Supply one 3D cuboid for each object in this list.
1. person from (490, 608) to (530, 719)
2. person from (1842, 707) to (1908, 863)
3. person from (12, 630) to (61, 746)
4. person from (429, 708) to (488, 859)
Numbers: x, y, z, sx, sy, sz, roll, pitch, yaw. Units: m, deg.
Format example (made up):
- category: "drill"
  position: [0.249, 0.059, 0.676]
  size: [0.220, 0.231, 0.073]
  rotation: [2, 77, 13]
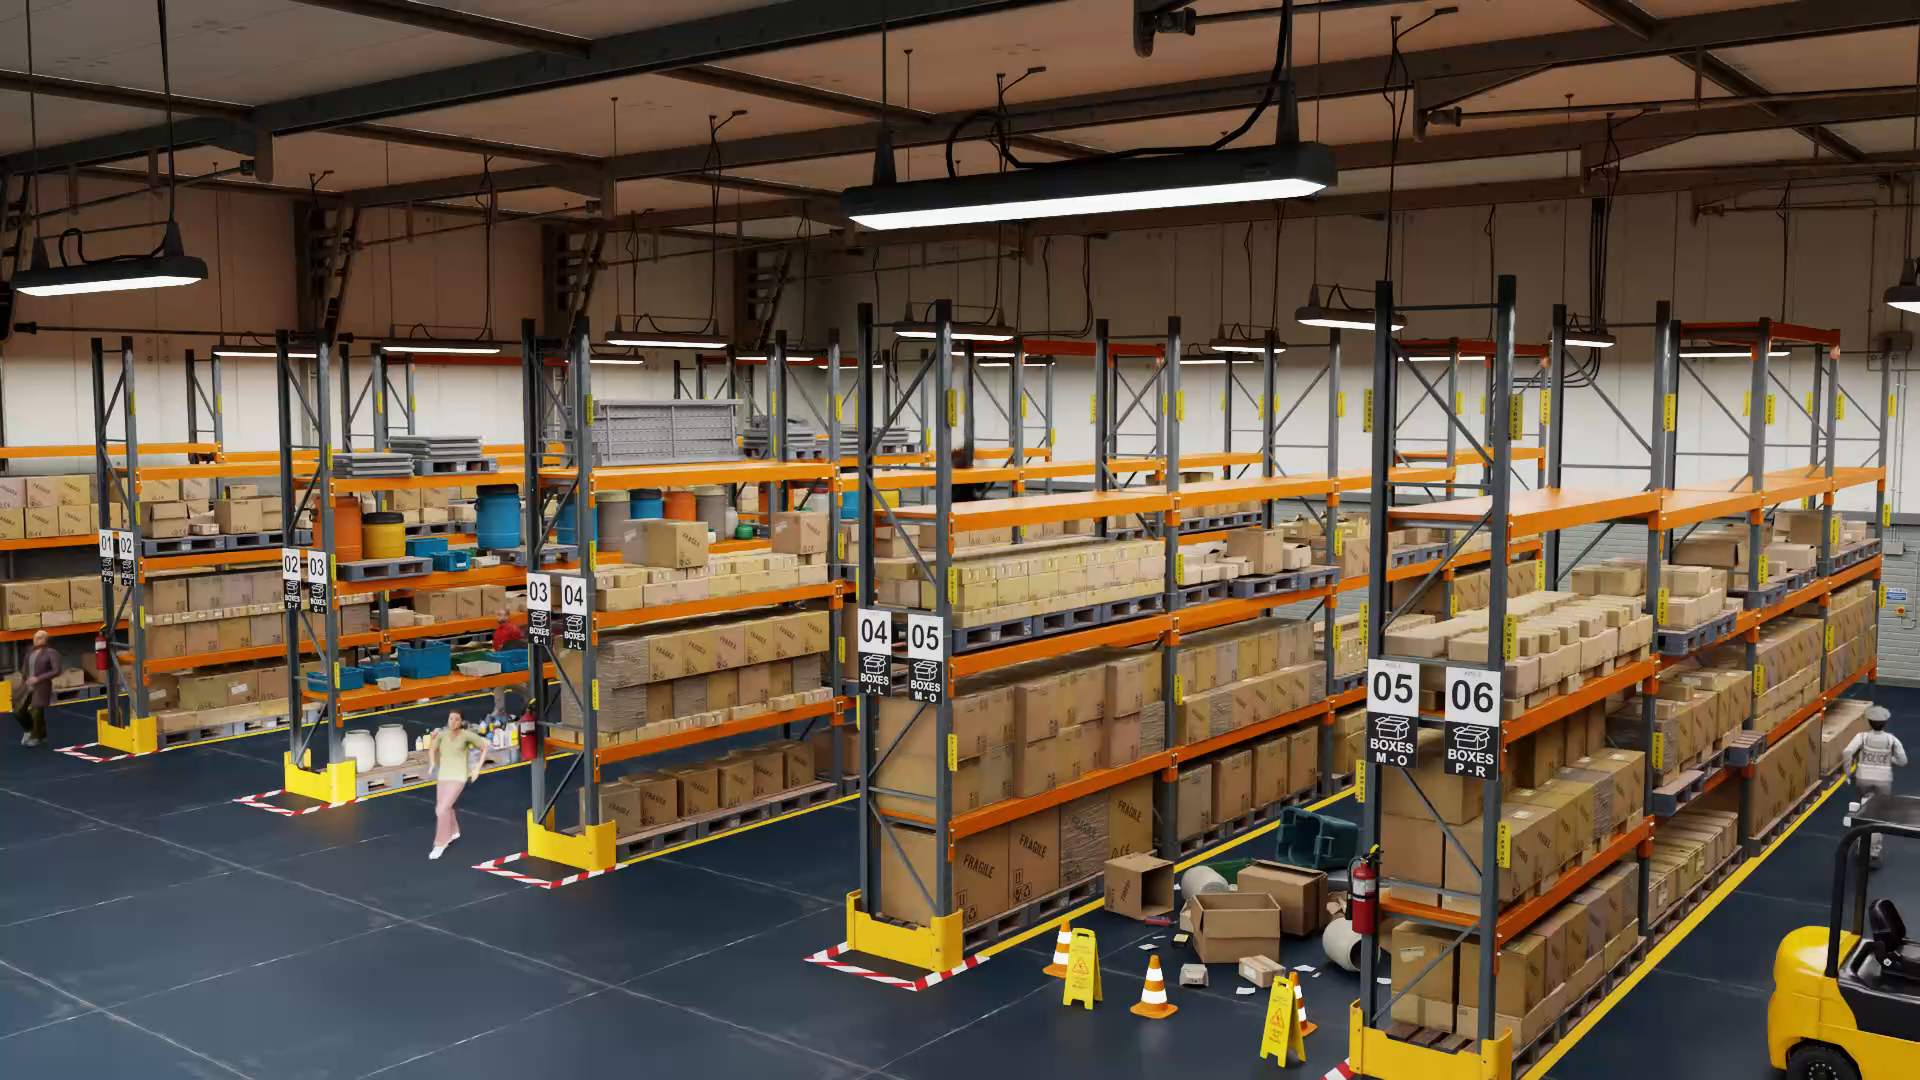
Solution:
- category: "person"
  position: [-7.263, 2.005, 26.874]
  size: [0.649, 1.686, 0.848]
  rotation: [4, 6, 35]
- category: "person"
  position: [10.088, 2.723, 18.357]
  size: [0.627, 1.758, 0.767]
  rotation: [3, 6, 32]
- category: "person"
  position: [-13.516, 2.180, 24.411]
  size: [0.729, 1.736, 0.634]
  rotation: [1, 5, 6]
- category: "person"
  position: [-0.935, 2.573, 20.436]
  size: [8.751, 1.681, 6.664]
  rotation: [2, 5, 17]
